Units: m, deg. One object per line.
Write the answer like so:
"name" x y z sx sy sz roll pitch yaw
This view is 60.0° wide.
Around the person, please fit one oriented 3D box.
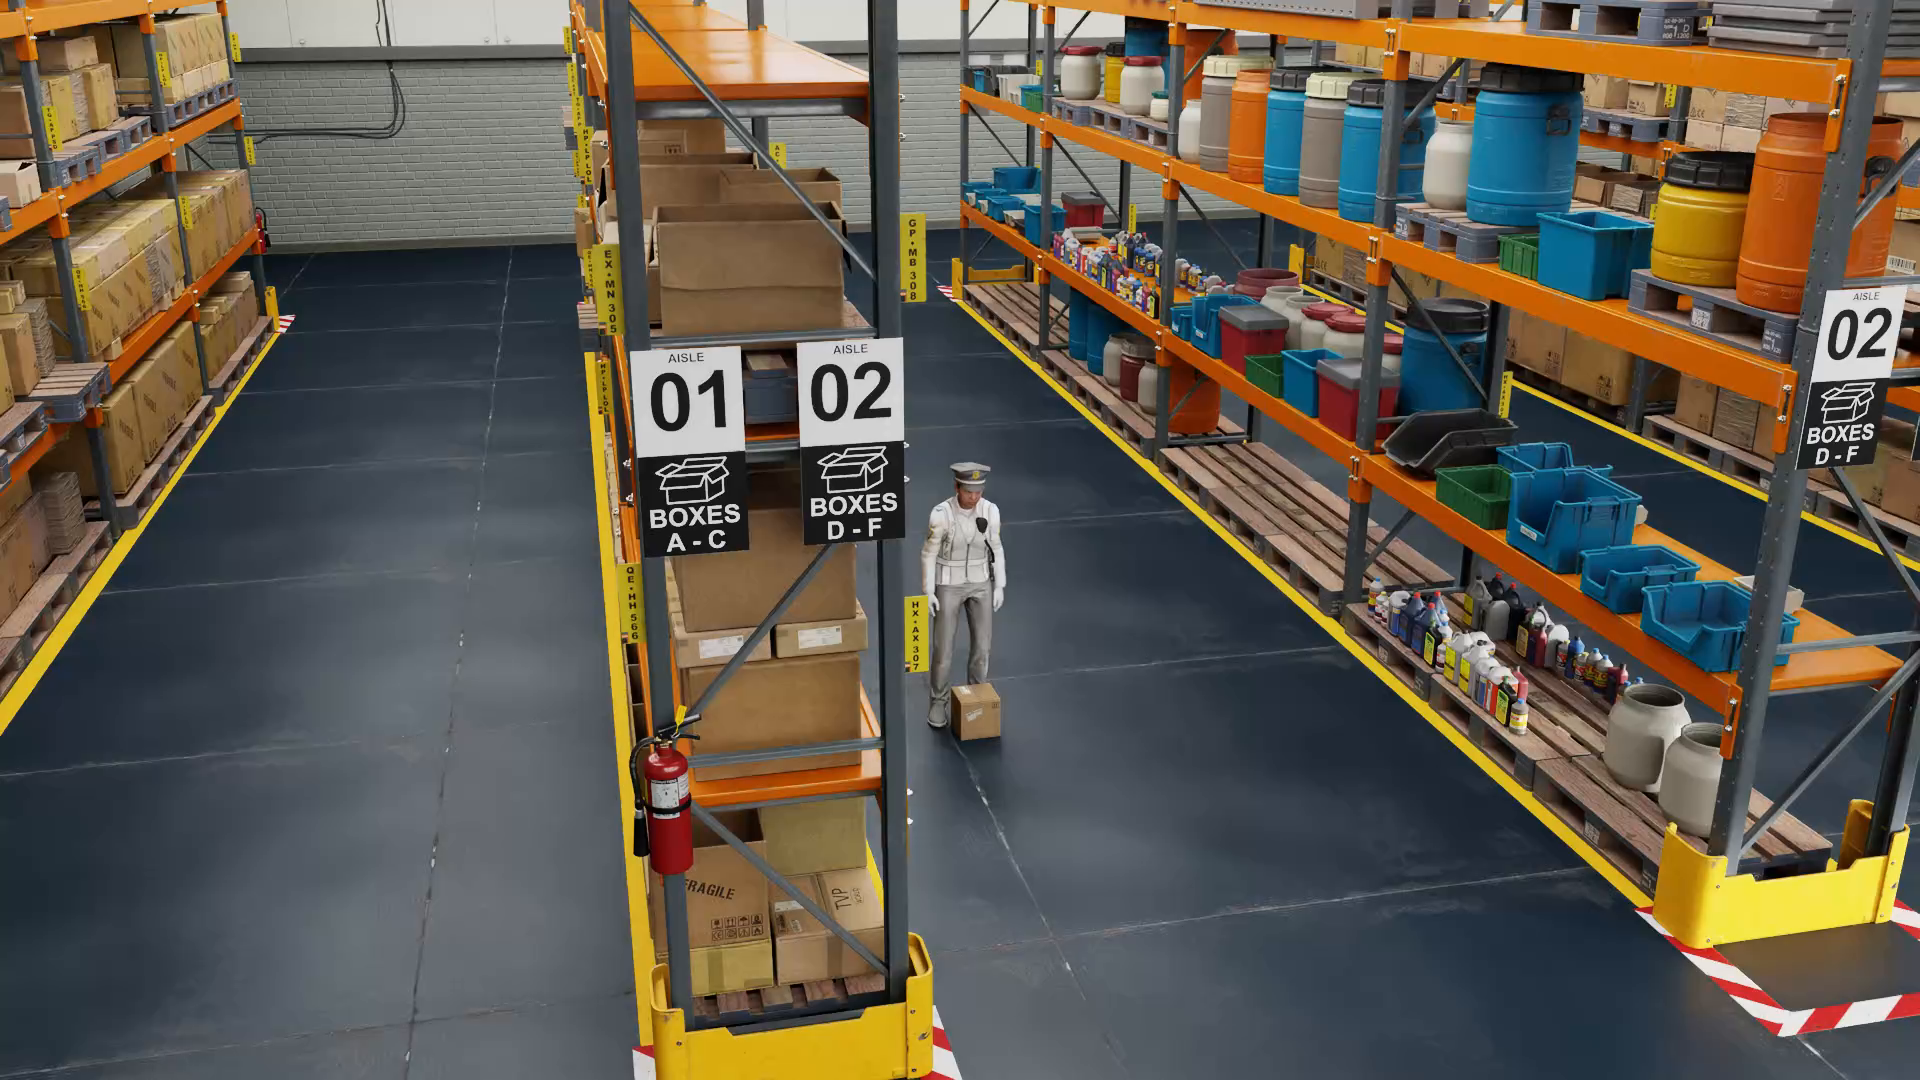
"person" 0.029 0.317 10.183 0.526 1.663 0.411 -5 20 -14
